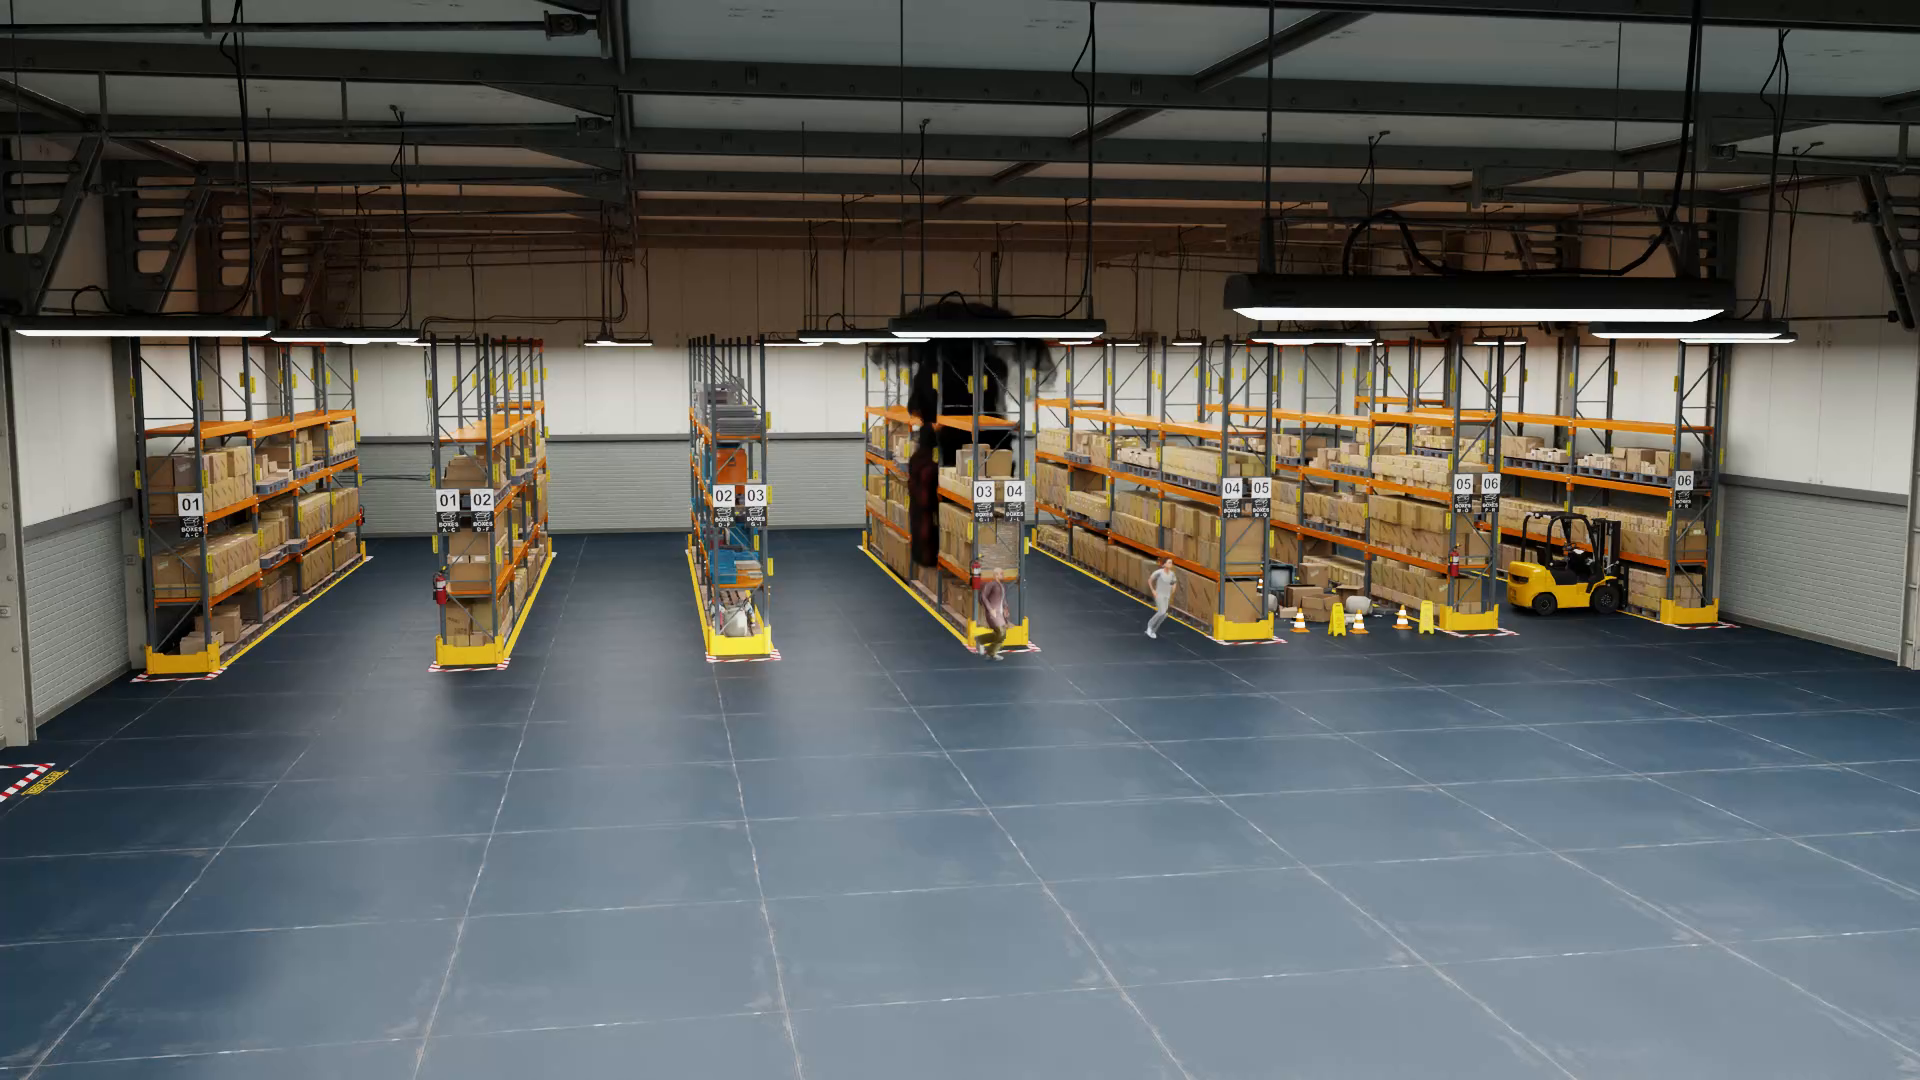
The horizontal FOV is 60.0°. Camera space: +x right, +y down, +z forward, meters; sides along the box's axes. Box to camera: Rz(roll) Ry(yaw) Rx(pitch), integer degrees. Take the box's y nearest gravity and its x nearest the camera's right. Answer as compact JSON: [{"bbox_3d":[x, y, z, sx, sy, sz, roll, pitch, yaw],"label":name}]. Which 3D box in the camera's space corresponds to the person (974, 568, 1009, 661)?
[{"bbox_3d":[0.607,1.359,30.728,0.627,1.716,0.714,3,7,24],"label":"person"}]

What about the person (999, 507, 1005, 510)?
[{"bbox_3d":[1.369,-0.501,46.709,0.730,1.730,0.820,0,7,-3],"label":"person"}]

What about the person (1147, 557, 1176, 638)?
[{"bbox_3d":[4.045,1.140,33.092,0.602,1.613,0.553,-4,7,-28],"label":"person"}]

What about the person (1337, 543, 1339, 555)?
[{"bbox_3d":[10.060,-0.220,44.390,0.710,1.735,0.644,-1,7,-10],"label":"person"}]
